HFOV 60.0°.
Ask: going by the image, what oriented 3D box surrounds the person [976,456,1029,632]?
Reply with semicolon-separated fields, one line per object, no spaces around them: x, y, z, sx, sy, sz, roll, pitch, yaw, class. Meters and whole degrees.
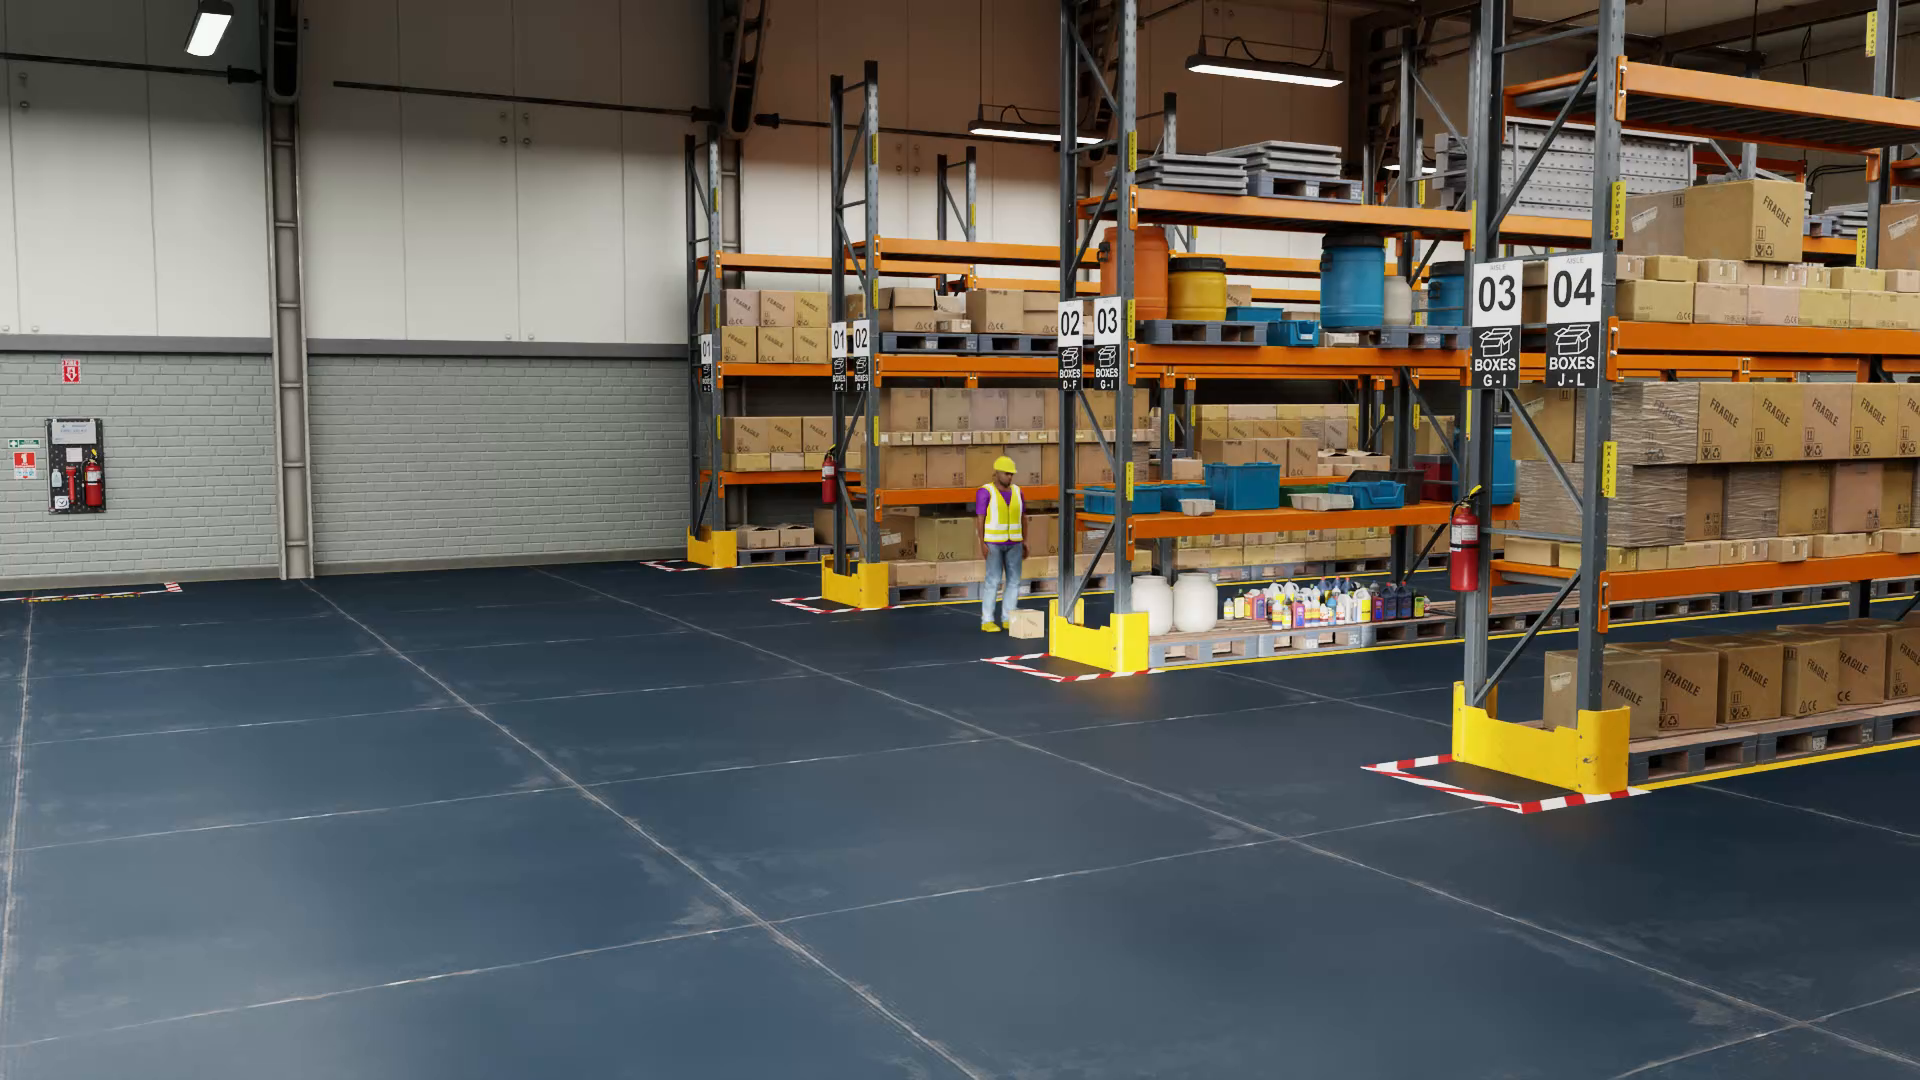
0.436;0.034;16.747;0.566;1.762;0.363;-3;6;-28;person
